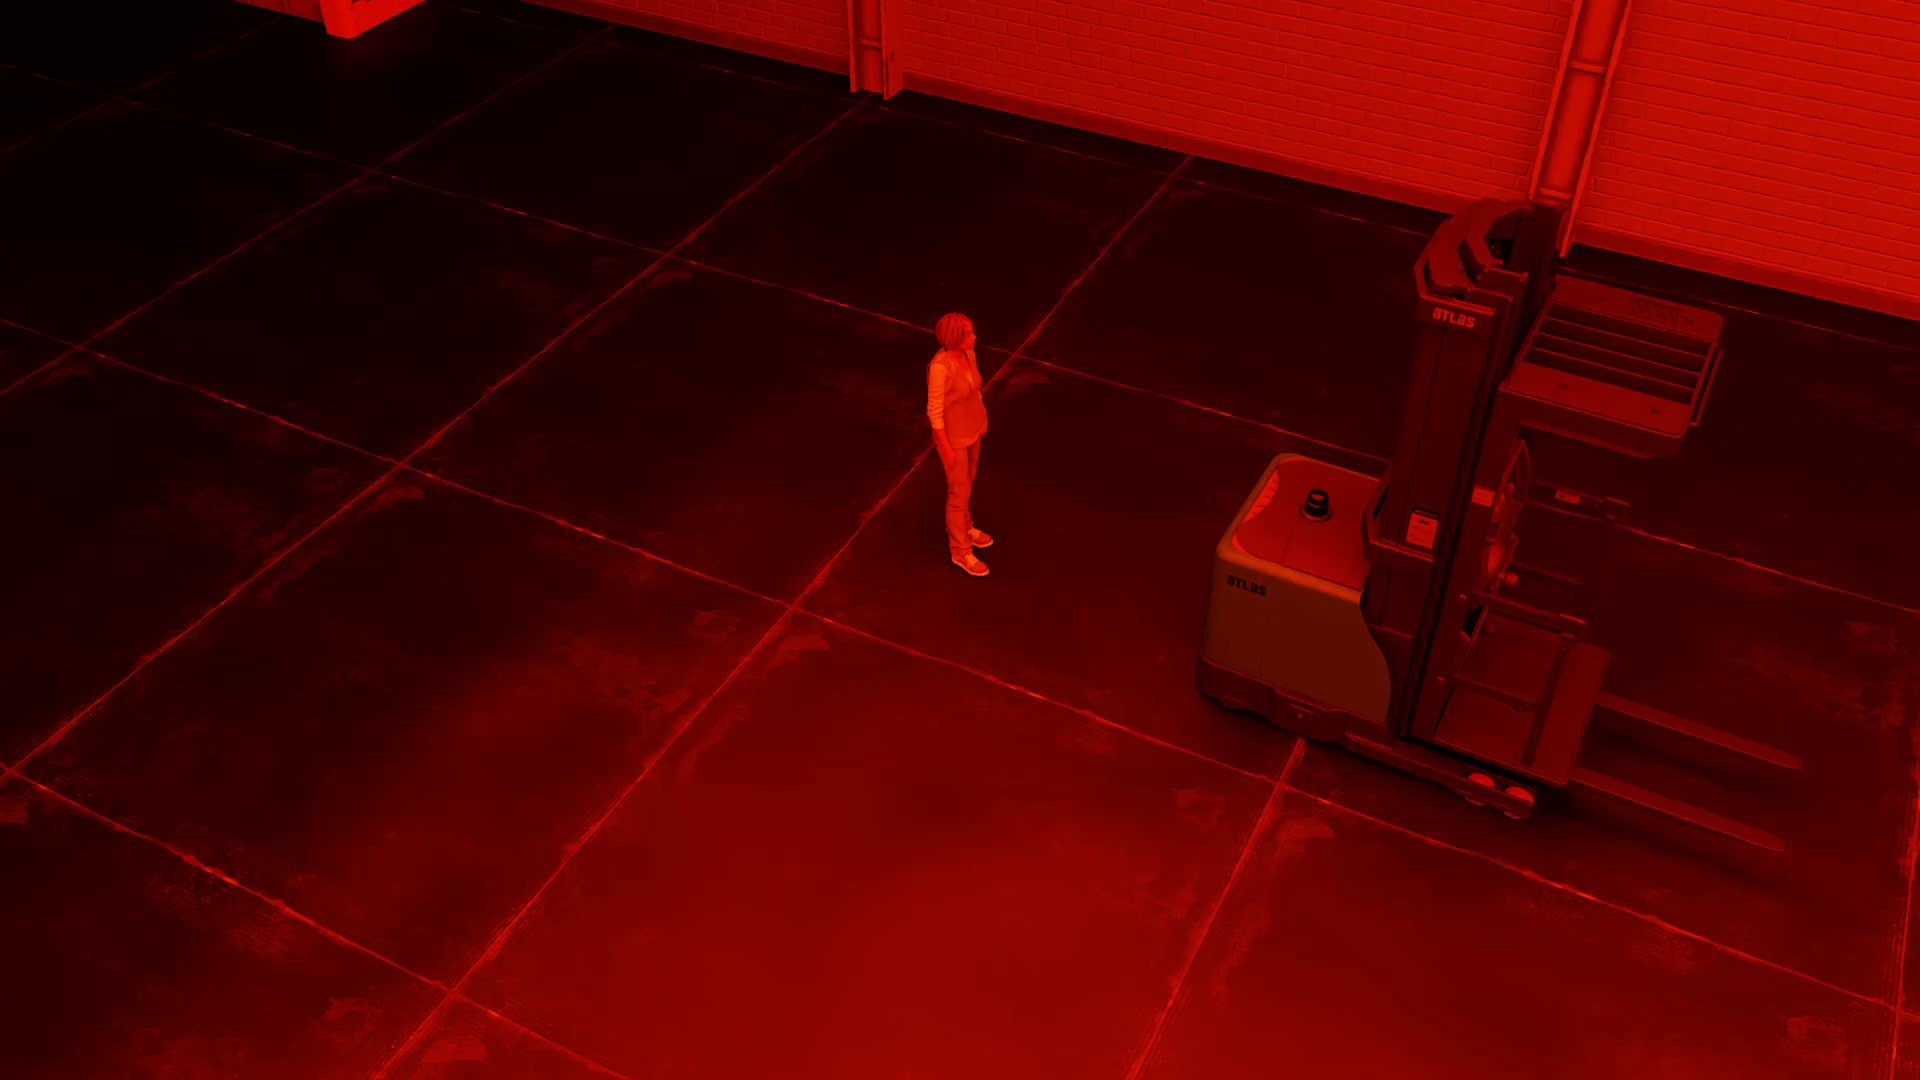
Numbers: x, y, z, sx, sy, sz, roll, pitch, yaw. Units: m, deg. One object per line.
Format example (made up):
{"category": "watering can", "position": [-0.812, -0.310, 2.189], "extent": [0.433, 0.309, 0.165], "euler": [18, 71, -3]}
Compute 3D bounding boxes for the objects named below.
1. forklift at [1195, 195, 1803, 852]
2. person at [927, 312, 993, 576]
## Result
{"category": "forklift", "position": [2.848, -0.081, 8.083], "extent": [3.031, 2.935, 1.130], "euler": [19, 44, 21]}
{"category": "person", "position": [0.060, -0.586, 9.707], "extent": [0.473, 1.599, 0.520], "euler": [18, 43, 21]}
